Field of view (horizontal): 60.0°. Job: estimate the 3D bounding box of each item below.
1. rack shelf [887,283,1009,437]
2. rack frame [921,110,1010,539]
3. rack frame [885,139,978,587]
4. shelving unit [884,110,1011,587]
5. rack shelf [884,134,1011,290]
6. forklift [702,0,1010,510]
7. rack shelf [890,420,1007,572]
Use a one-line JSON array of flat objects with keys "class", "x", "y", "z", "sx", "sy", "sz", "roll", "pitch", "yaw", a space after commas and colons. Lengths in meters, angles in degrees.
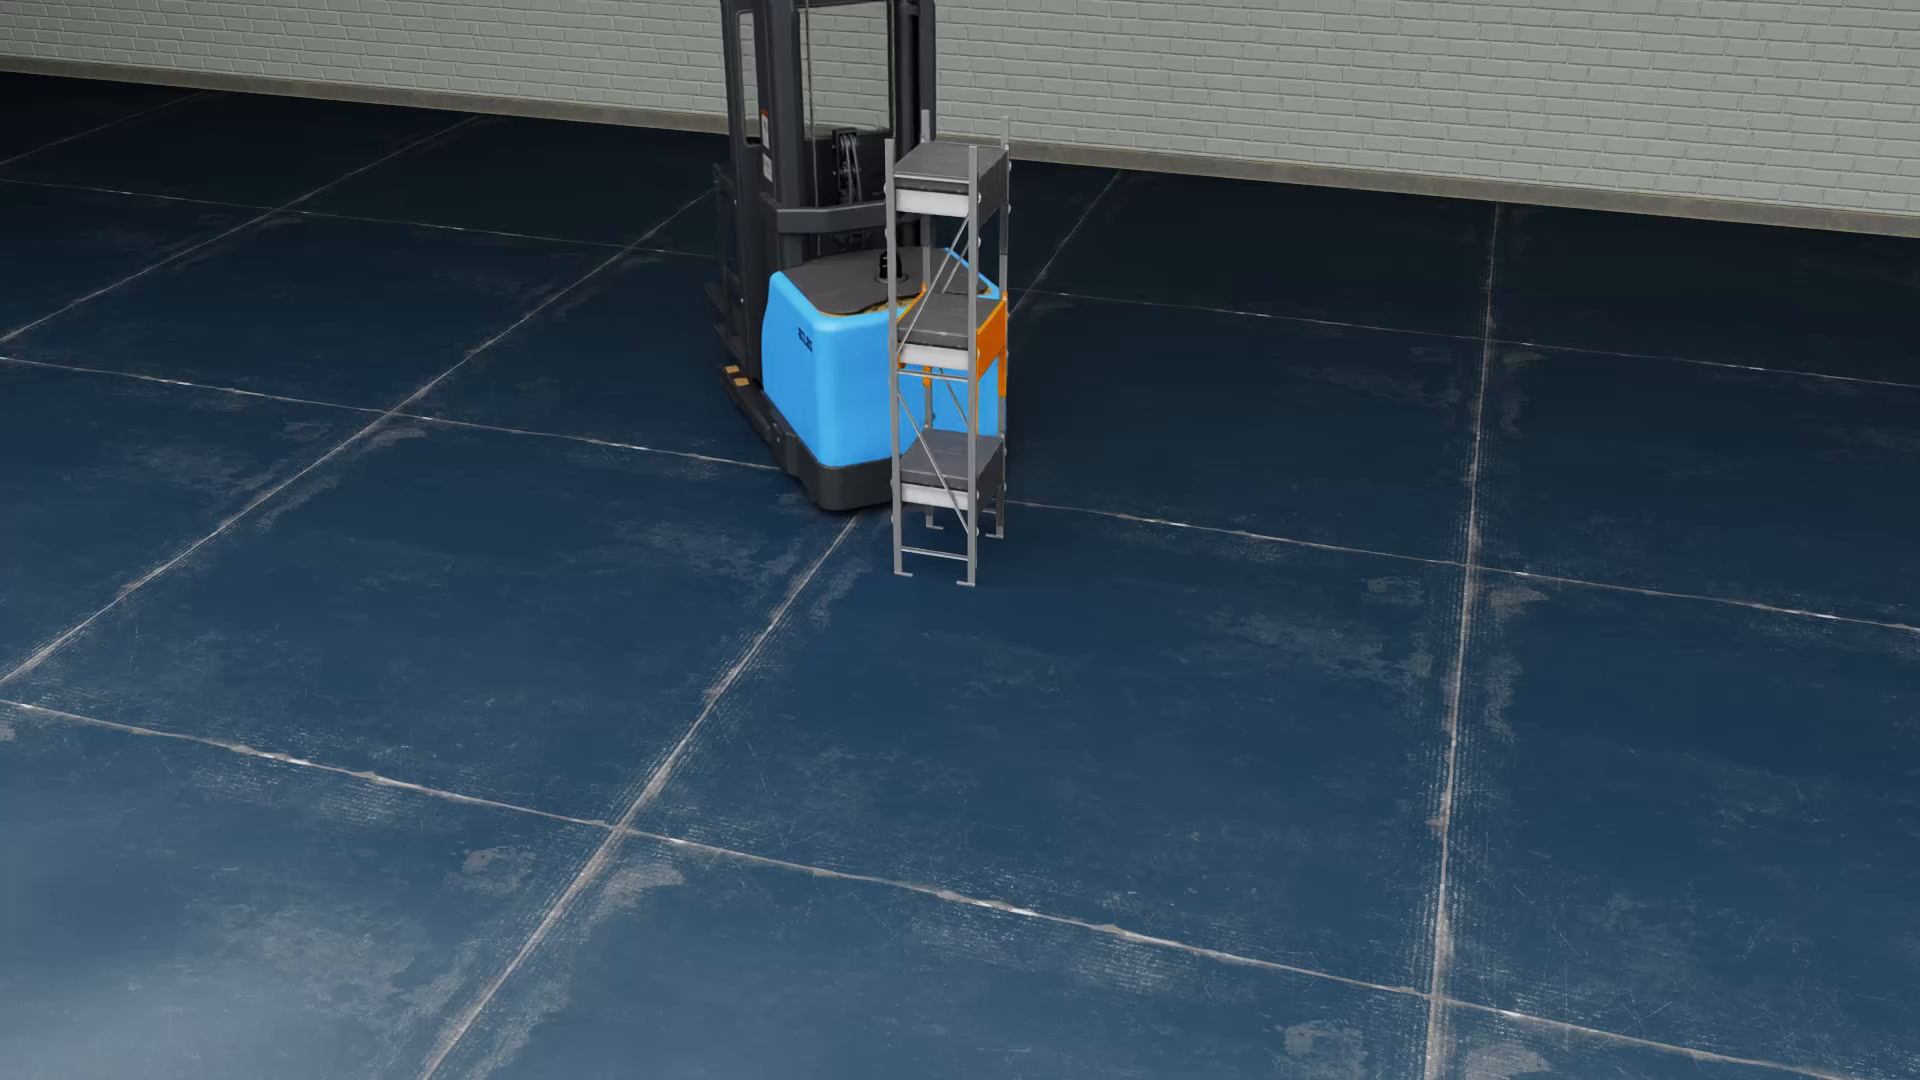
[{"class": "rack shelf", "x": -0.049, "y": -0.829, "z": 7.608, "sx": 0.431, "sy": 0.518, "sz": 0.480, "roll": 8, "pitch": 30, "yaw": 15}, {"class": "rack frame", "x": 0.023, "y": -0.954, "z": 7.805, "sx": 0.400, "sy": 2.100, "sz": 0.015, "roll": 8, "pitch": 30, "yaw": 15}, {"class": "rack frame", "x": -0.120, "y": -0.727, "z": 7.397, "sx": 0.400, "sy": 2.100, "sz": 0.015, "roll": 8, "pitch": 30, "yaw": 15}, {"class": "shelving unit", "x": -0.049, "y": -0.841, "z": 7.601, "sx": 0.431, "sy": 2.100, "sz": 0.503, "roll": 8, "pitch": 30, "yaw": 15}, {"class": "rack shelf", "x": -0.049, "y": -1.440, "z": 7.268, "sx": 0.431, "sy": 0.518, "sz": 0.480, "roll": 8, "pitch": 30, "yaw": 15}, {"class": "forklift", "x": -0.775, "y": -2.127, "z": 9.059, "sx": 1.130, "sy": 2.935, "sz": 3.031, "roll": -11, "pitch": 31, "yaw": -20}, {"class": "rack shelf", "x": -0.049, "y": -0.217, "z": 7.948, "sx": 0.431, "sy": 0.518, "sz": 0.480, "roll": 8, "pitch": 30, "yaw": 15}]
